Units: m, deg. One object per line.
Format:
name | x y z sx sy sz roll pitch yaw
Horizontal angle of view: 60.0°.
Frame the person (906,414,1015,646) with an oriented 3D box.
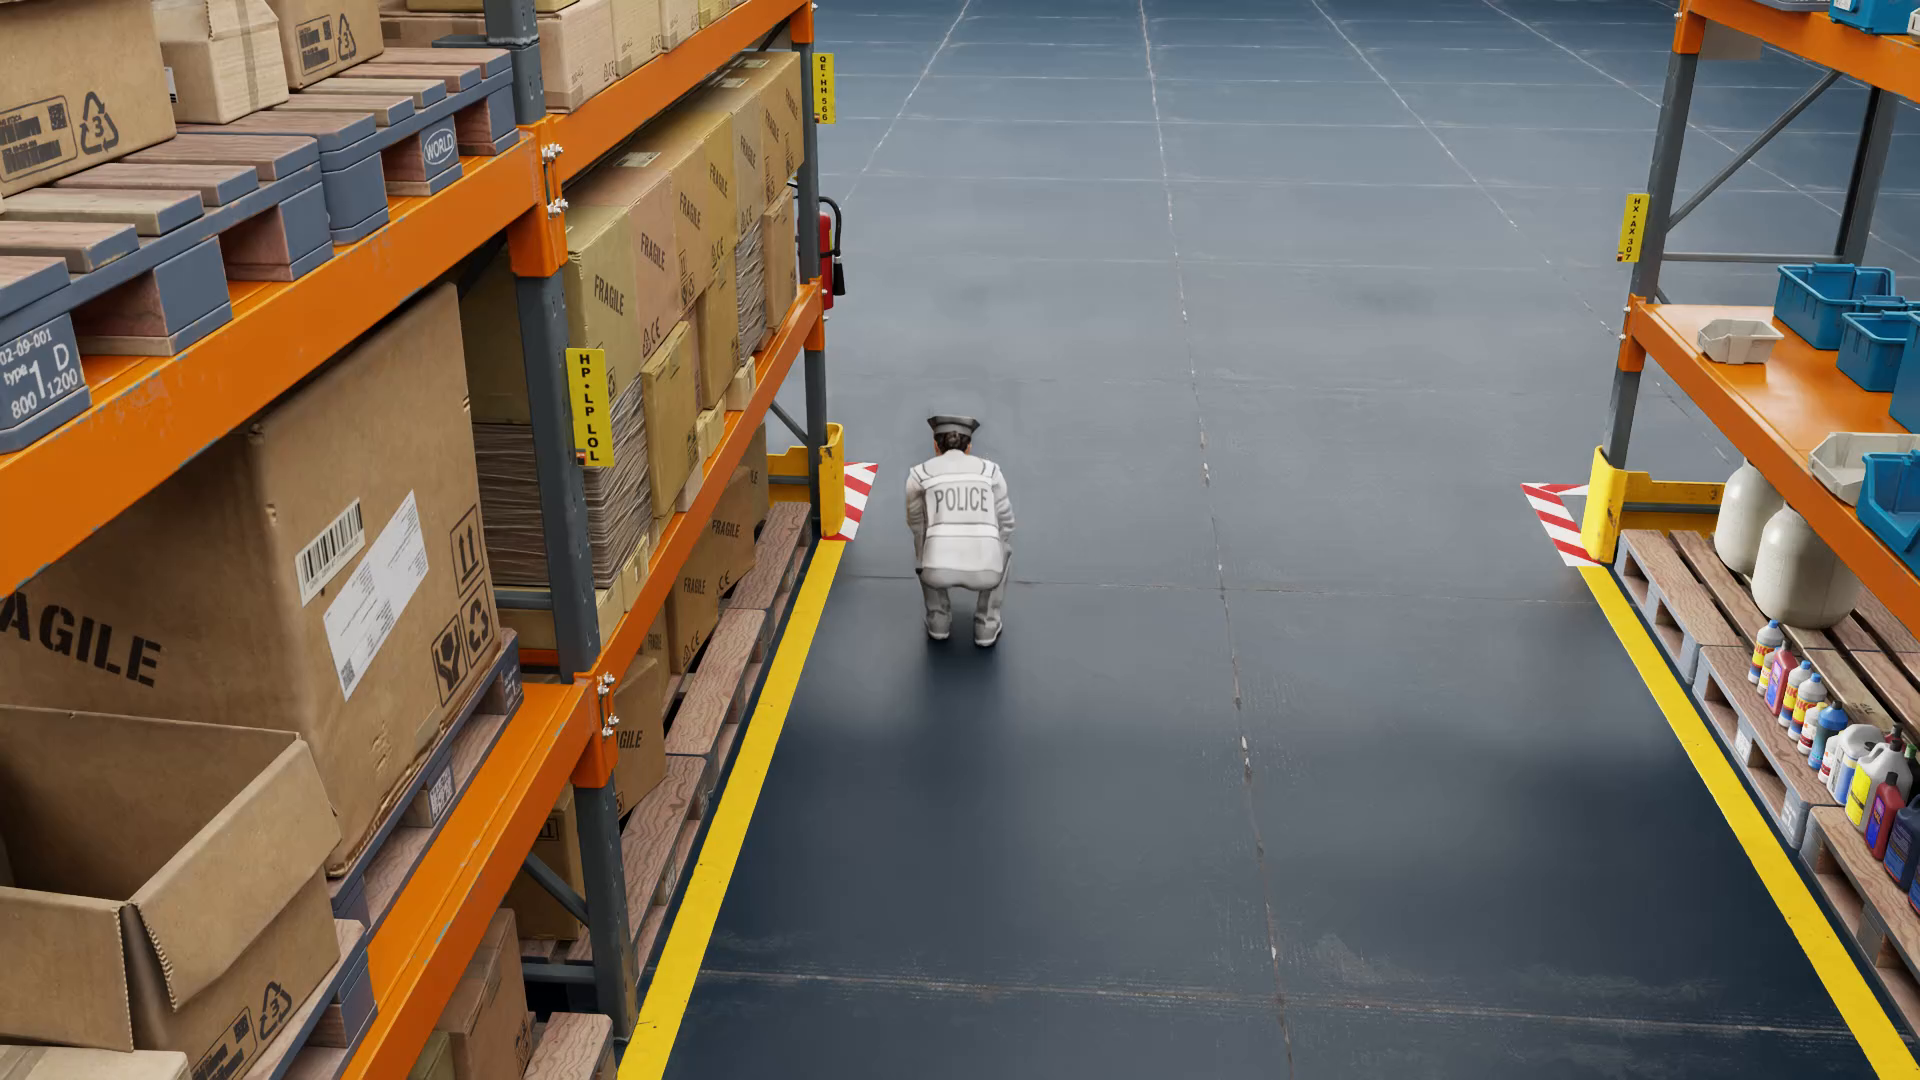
person | -0.008 -0.051 7.572 0.507 0.961 0.820 2 25 3
